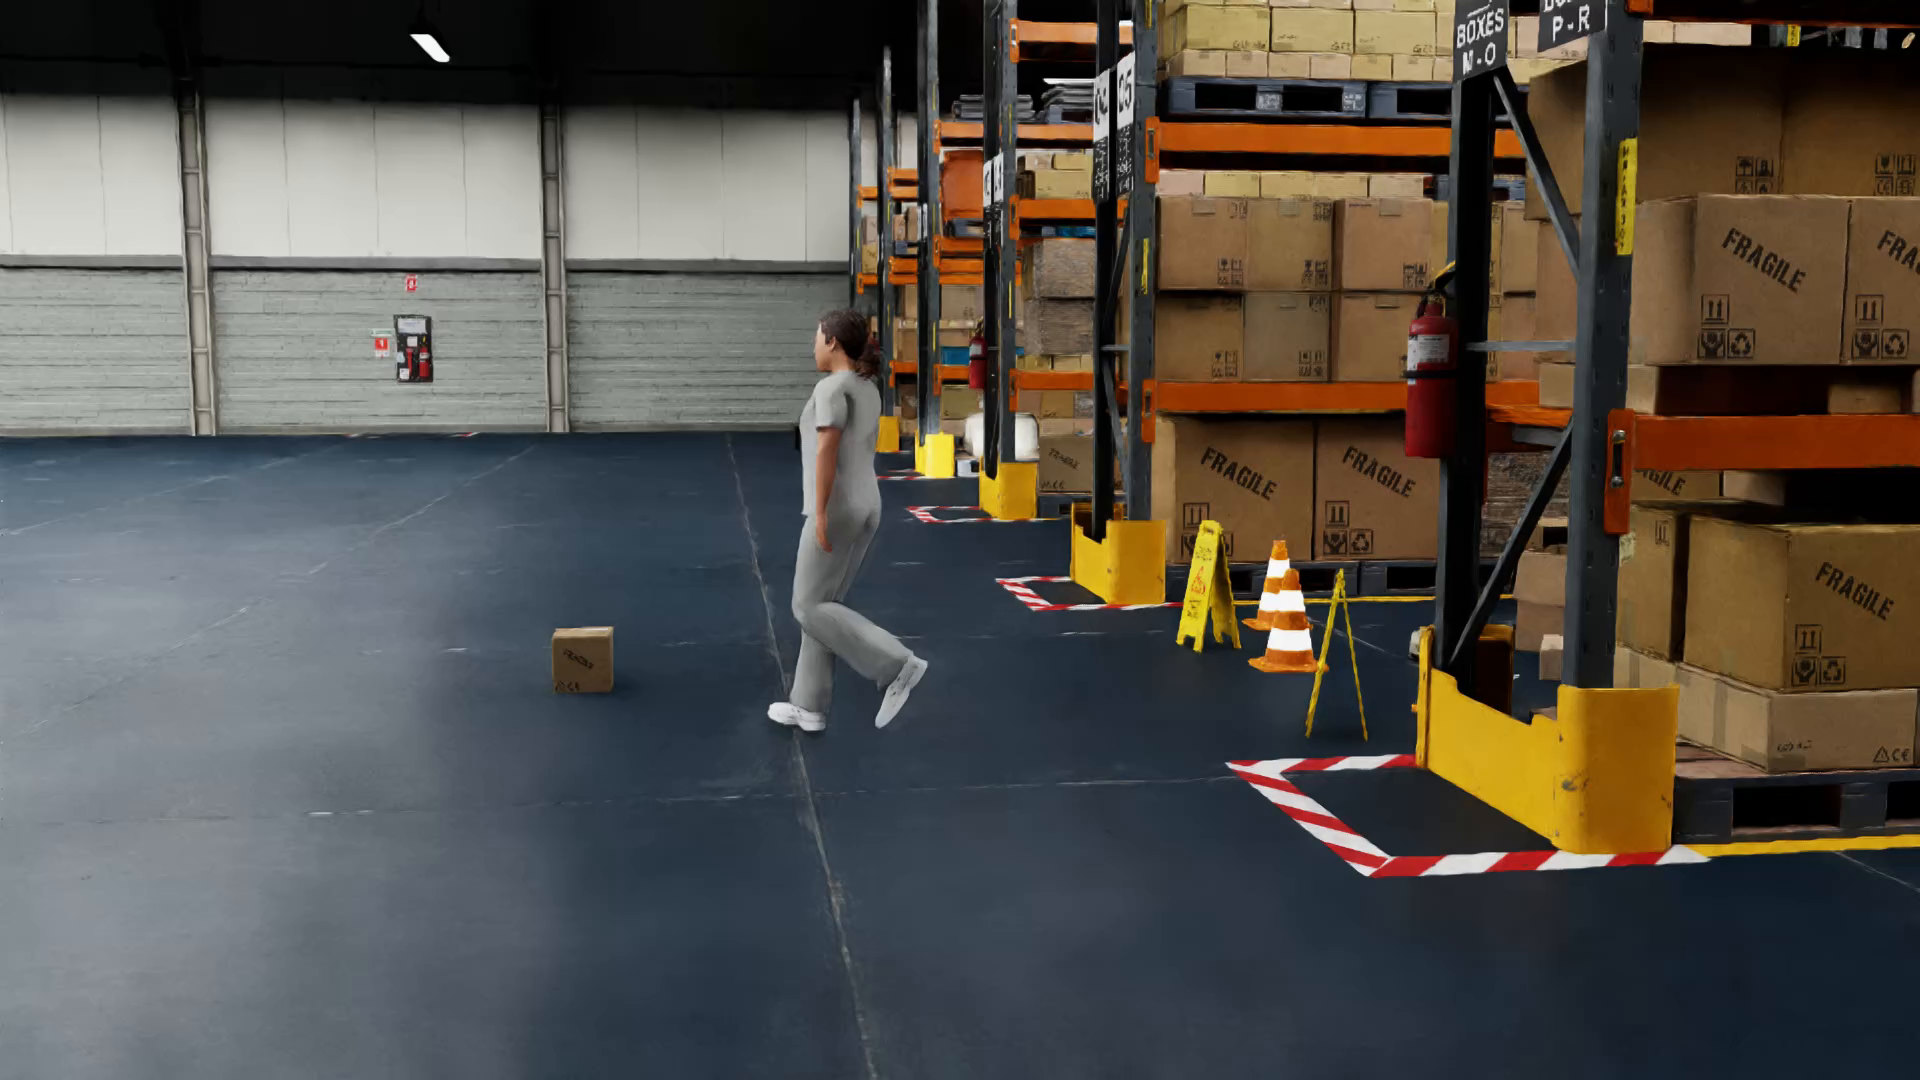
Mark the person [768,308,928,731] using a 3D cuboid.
[{"bbox_3d":[-0.409,-0.077,6.483,0.750,1.644,0.506,3,7,26],"label":"person"}]
